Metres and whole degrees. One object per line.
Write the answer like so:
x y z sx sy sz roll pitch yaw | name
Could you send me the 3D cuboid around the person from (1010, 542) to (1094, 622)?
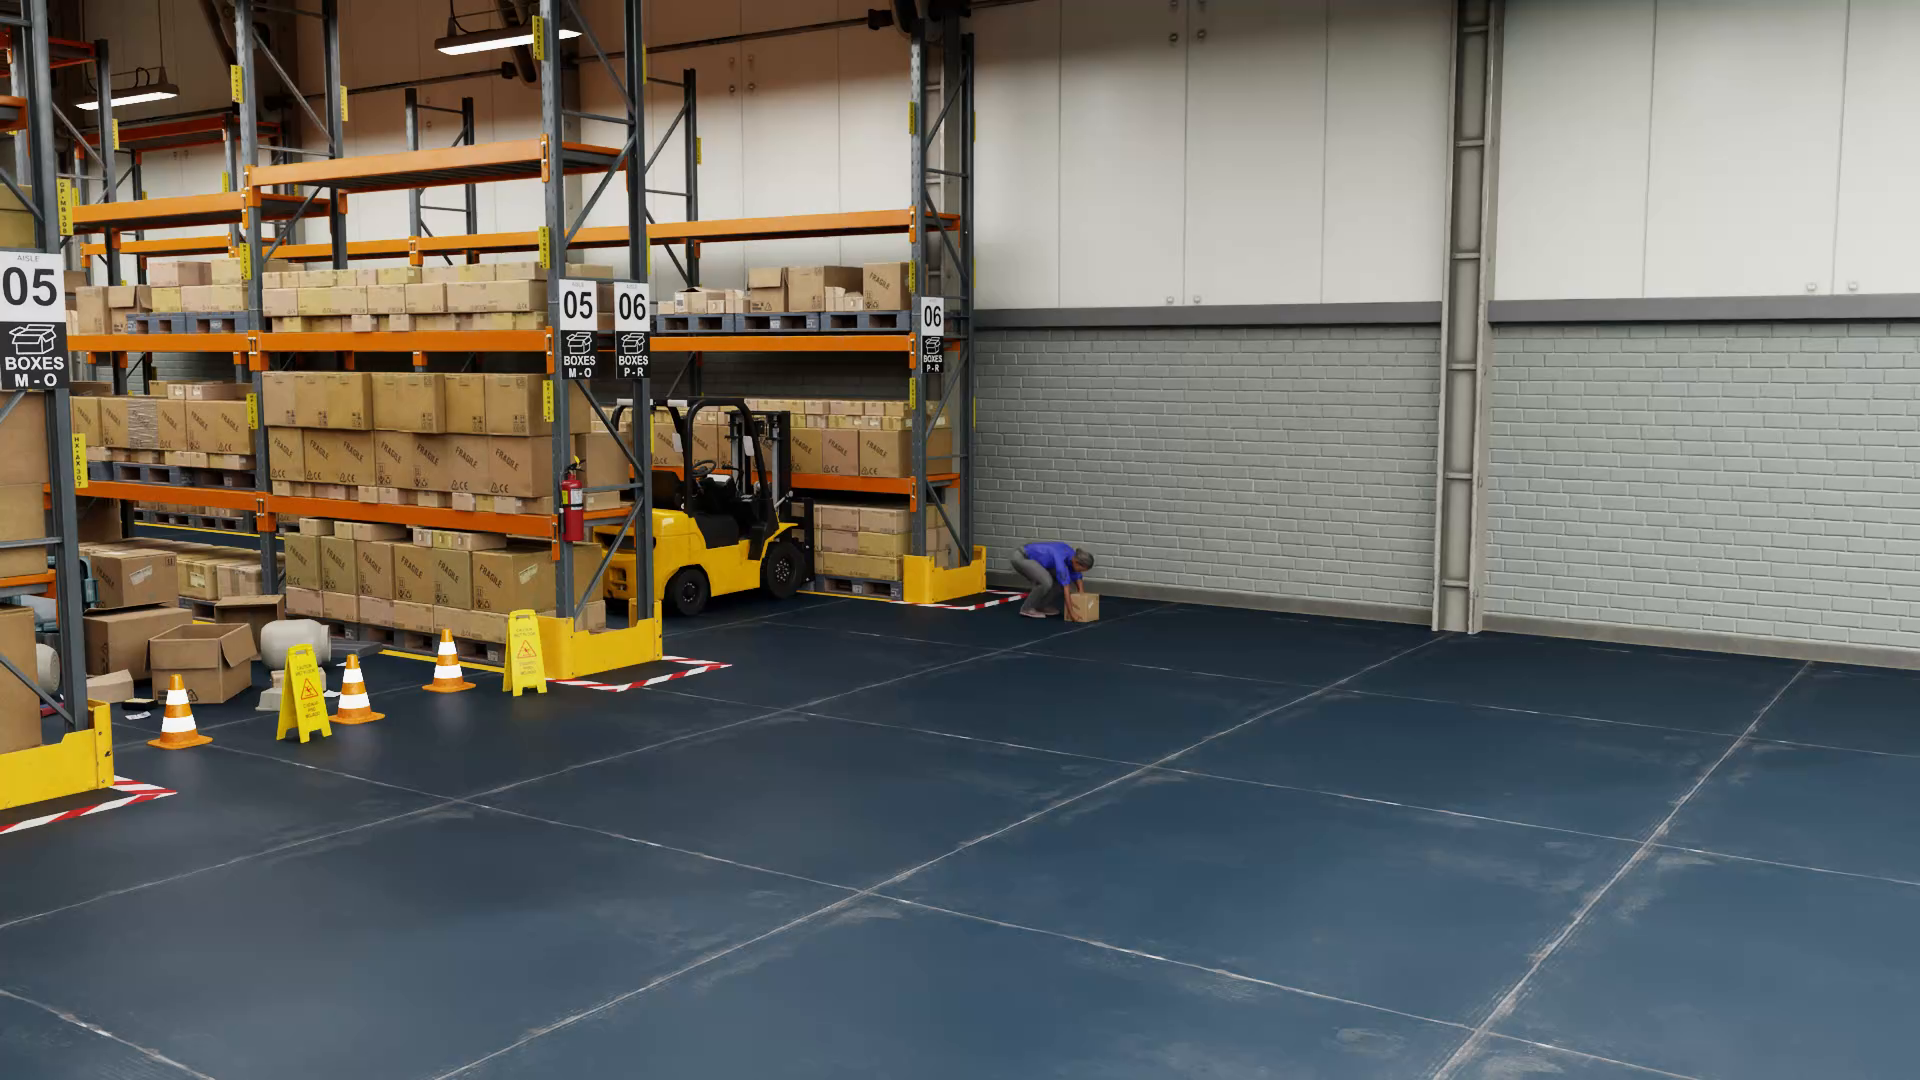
0.931 0.407 16.565 0.873 0.775 0.468 4 8 32 | person
